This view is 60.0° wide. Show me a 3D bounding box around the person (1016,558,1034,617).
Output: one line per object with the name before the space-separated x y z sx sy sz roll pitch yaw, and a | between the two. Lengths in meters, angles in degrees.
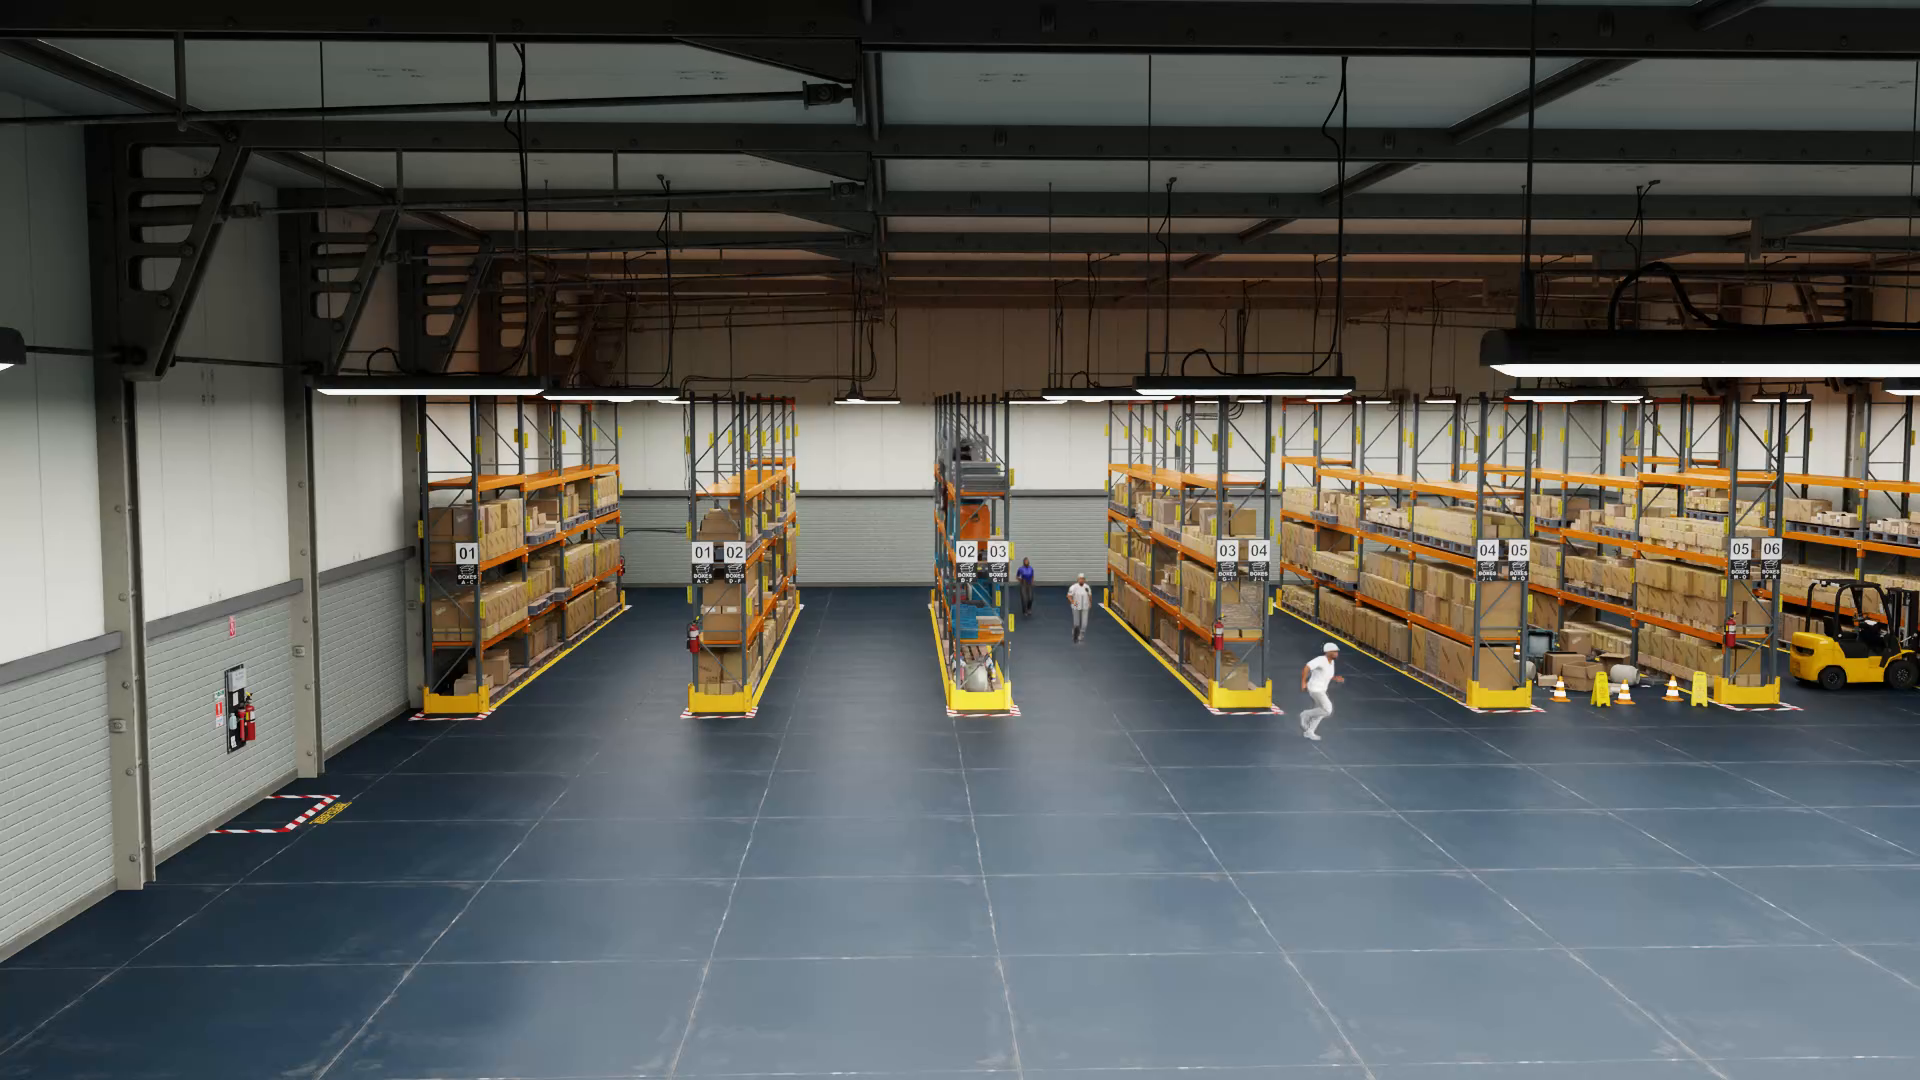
person | 1.809 1.289 45.238 0.559 1.621 0.565 -1 5 -16

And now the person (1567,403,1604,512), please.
person | 13.258 -0.568 42.354 4.351 5.811 4.906 0 5 0

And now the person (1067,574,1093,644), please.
person | 2.773 1.588 38.235 0.595 1.641 0.518 -1 5 -9

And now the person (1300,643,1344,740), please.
person | 6.226 2.601 28.610 0.723 1.681 0.687 2 5 28
